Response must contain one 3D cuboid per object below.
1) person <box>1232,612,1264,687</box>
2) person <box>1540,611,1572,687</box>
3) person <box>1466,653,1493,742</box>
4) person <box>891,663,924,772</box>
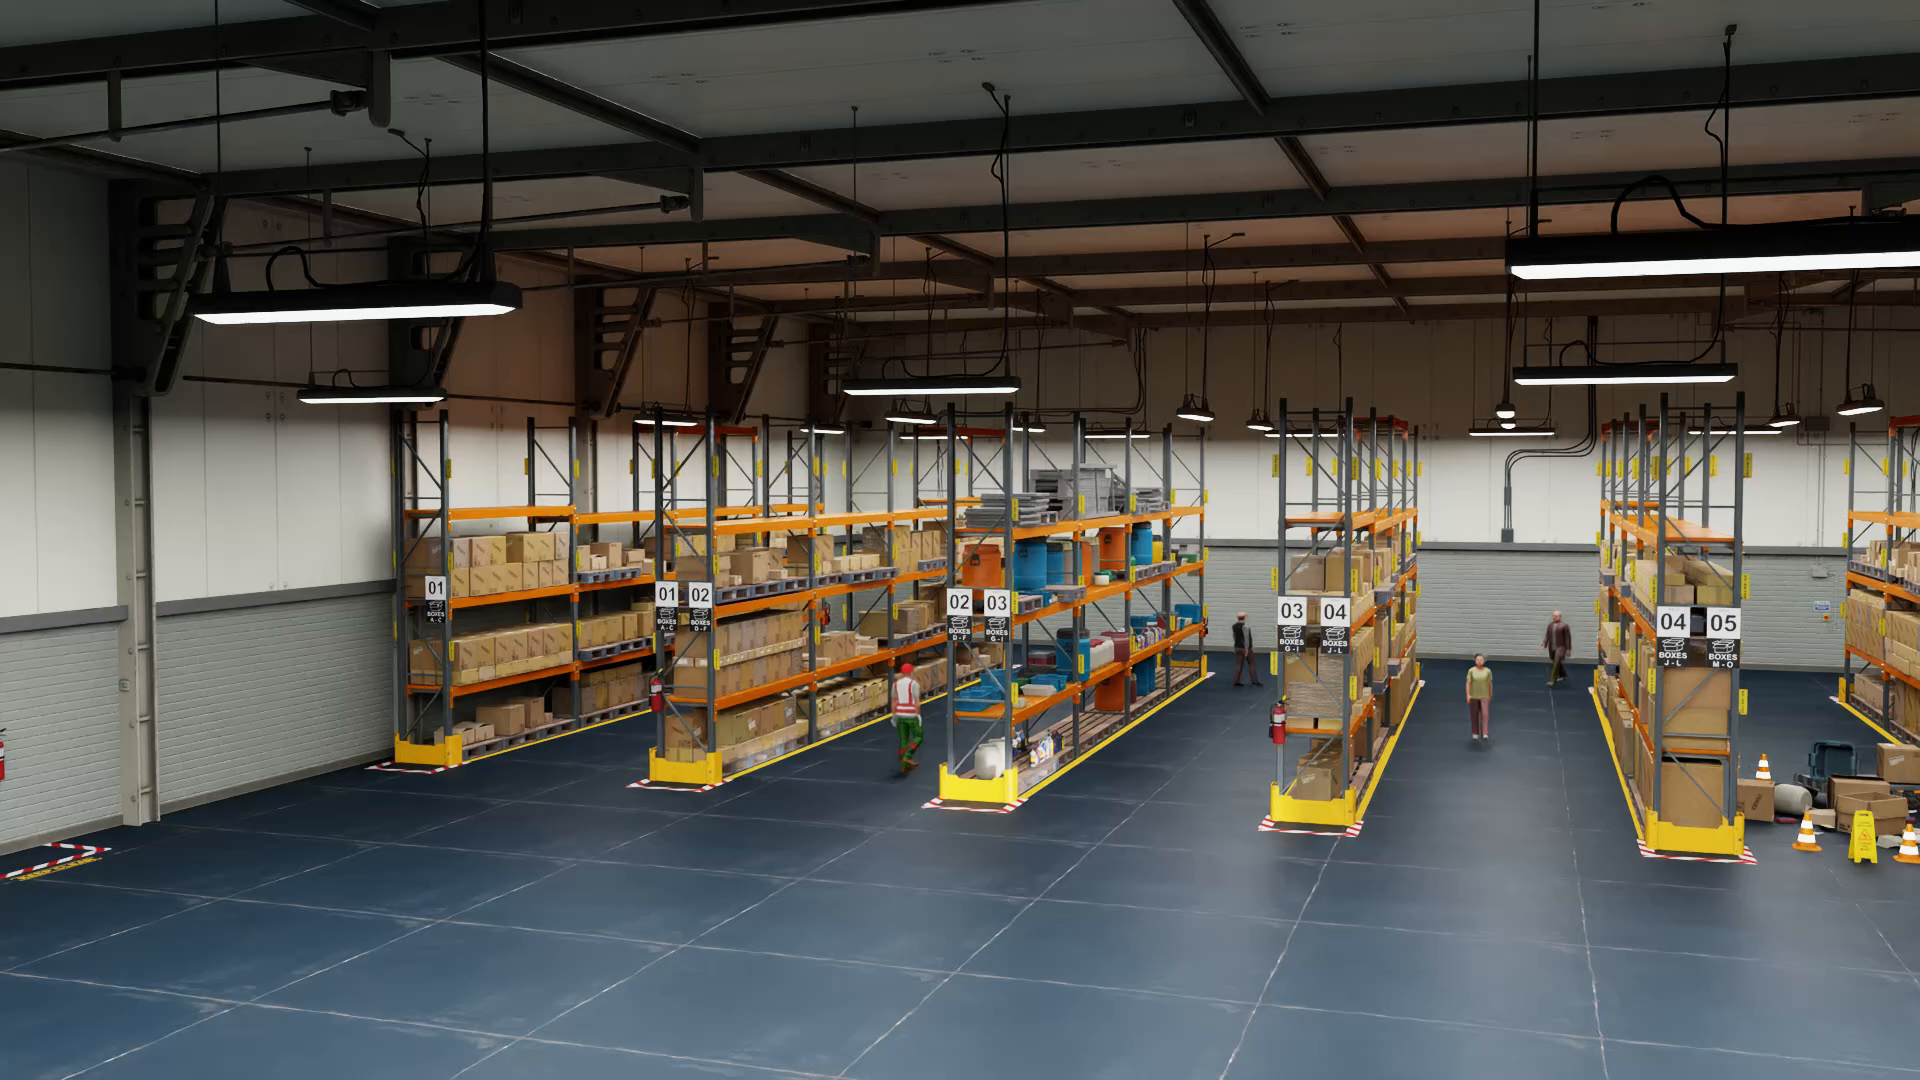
[{"bbox_3d":[6.582,2.516,38.277,0.715,1.736,0.555,-2,3,-36],"label":"person"},{"bbox_3d":[13.722,2.486,38.191,1.203,1.720,0.647,-2,3,-41],"label":"person"},{"bbox_3d":[9.453,2.875,30.311,0.456,1.610,1.066,1,3,22],"label":"person"},{"bbox_3d":[-0.893,2.928,27.482,0.586,1.781,0.511,1,3,29],"label":"person"}]
